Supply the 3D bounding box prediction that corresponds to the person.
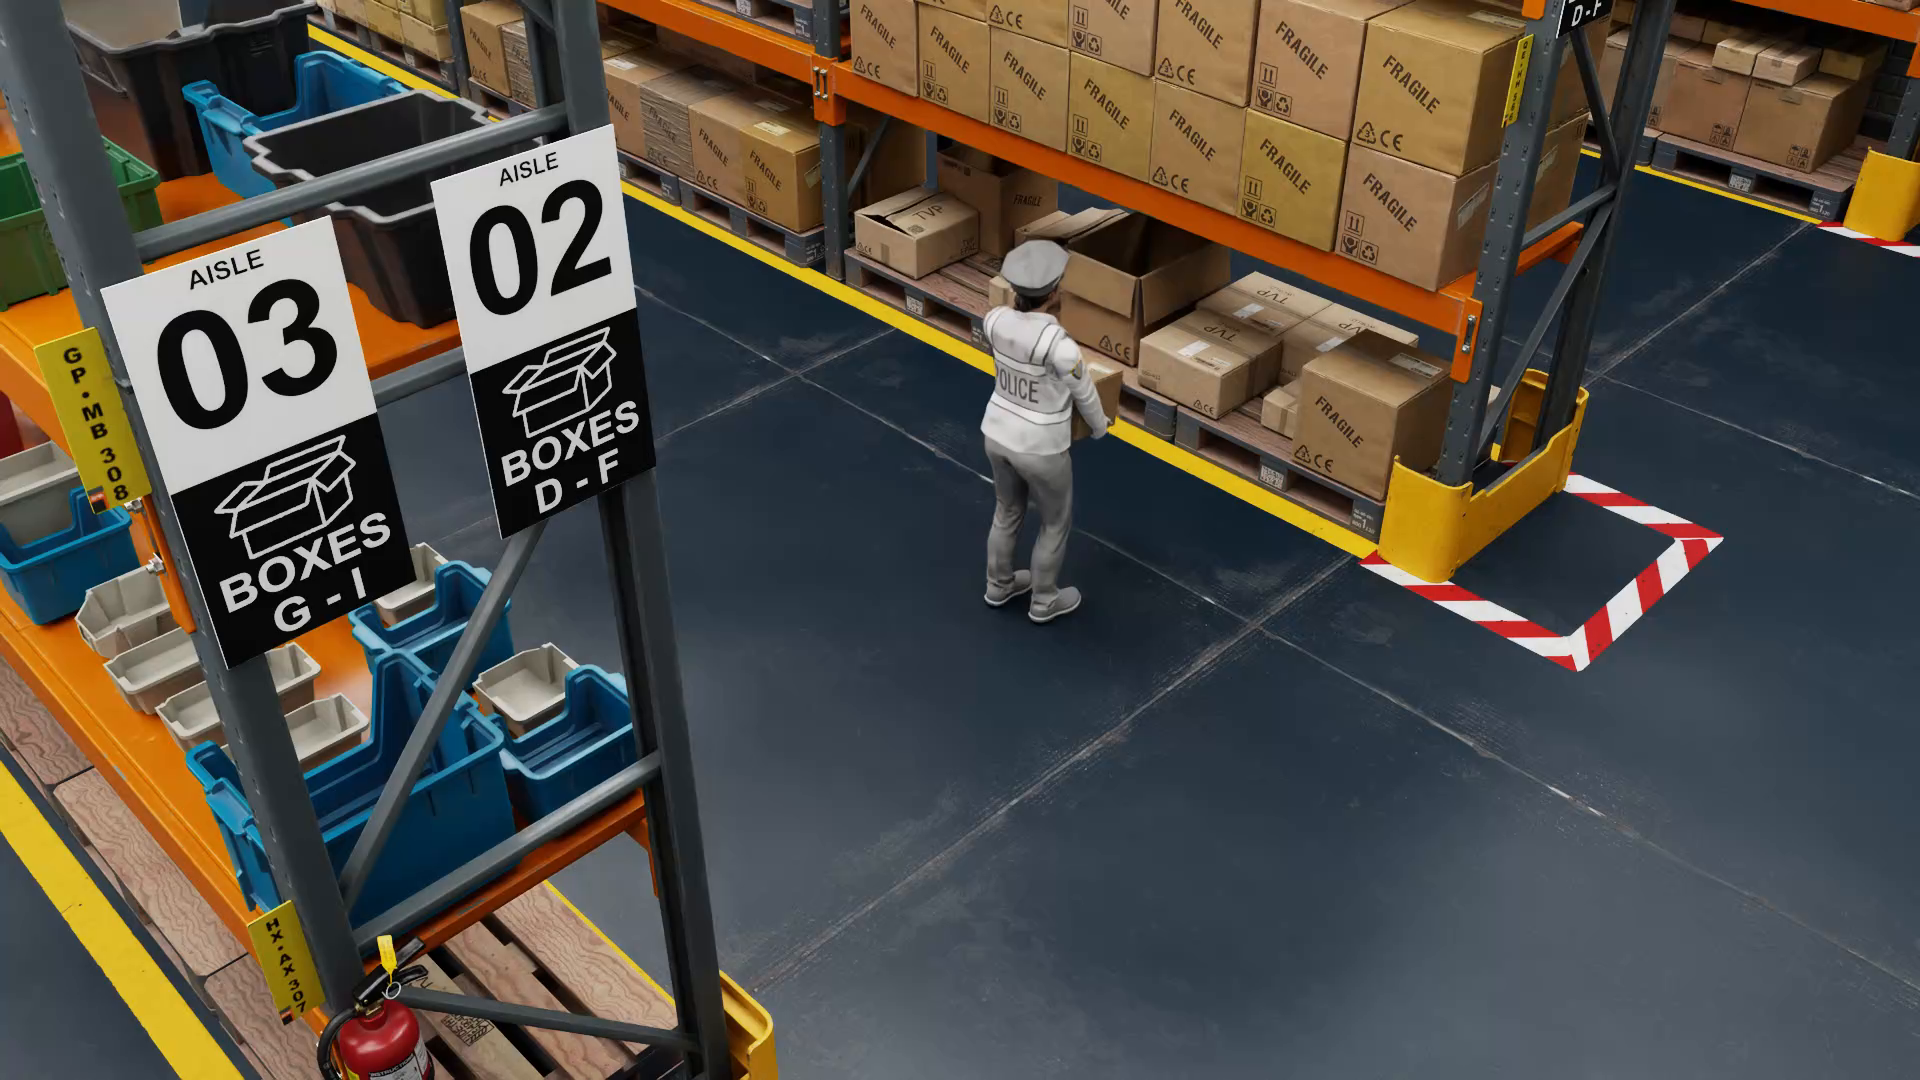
[{"bbox_3d":[0.334,-0.431,6.739,0.417,1.682,0.528,29,45,34],"label":"person"}]
